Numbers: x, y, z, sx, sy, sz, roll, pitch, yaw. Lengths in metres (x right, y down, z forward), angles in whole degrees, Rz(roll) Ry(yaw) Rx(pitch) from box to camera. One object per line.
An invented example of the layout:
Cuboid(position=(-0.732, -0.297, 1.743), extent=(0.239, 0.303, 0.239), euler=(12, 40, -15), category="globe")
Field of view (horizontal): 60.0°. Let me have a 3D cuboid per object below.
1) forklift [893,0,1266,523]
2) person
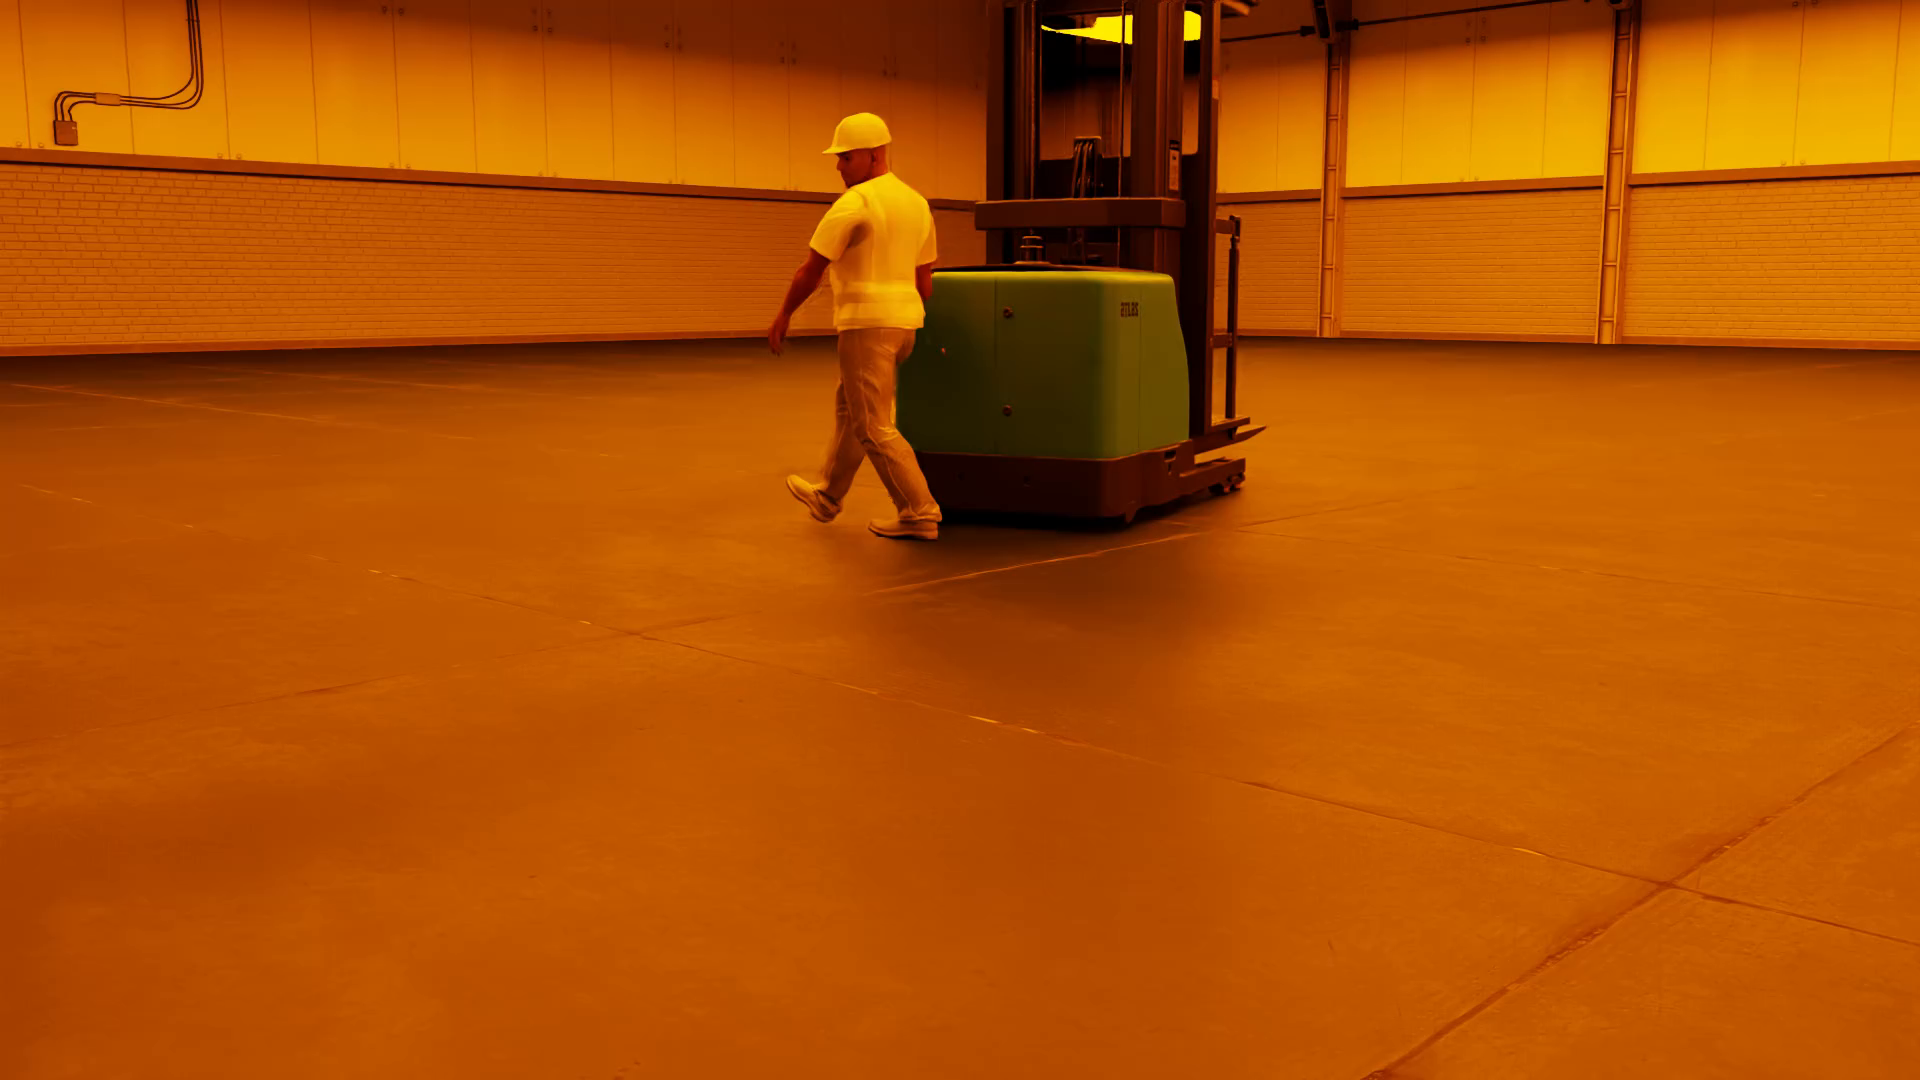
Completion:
Cuboid(position=(0.799, -1.701, 8.172), extent=(1.130, 2.935, 3.031), euler=(4, 9, 25), category="forklift")
Cuboid(position=(-0.419, -0.888, 6.923), extent=(0.910, 1.716, 0.737), euler=(4, 10, 26), category="person")
